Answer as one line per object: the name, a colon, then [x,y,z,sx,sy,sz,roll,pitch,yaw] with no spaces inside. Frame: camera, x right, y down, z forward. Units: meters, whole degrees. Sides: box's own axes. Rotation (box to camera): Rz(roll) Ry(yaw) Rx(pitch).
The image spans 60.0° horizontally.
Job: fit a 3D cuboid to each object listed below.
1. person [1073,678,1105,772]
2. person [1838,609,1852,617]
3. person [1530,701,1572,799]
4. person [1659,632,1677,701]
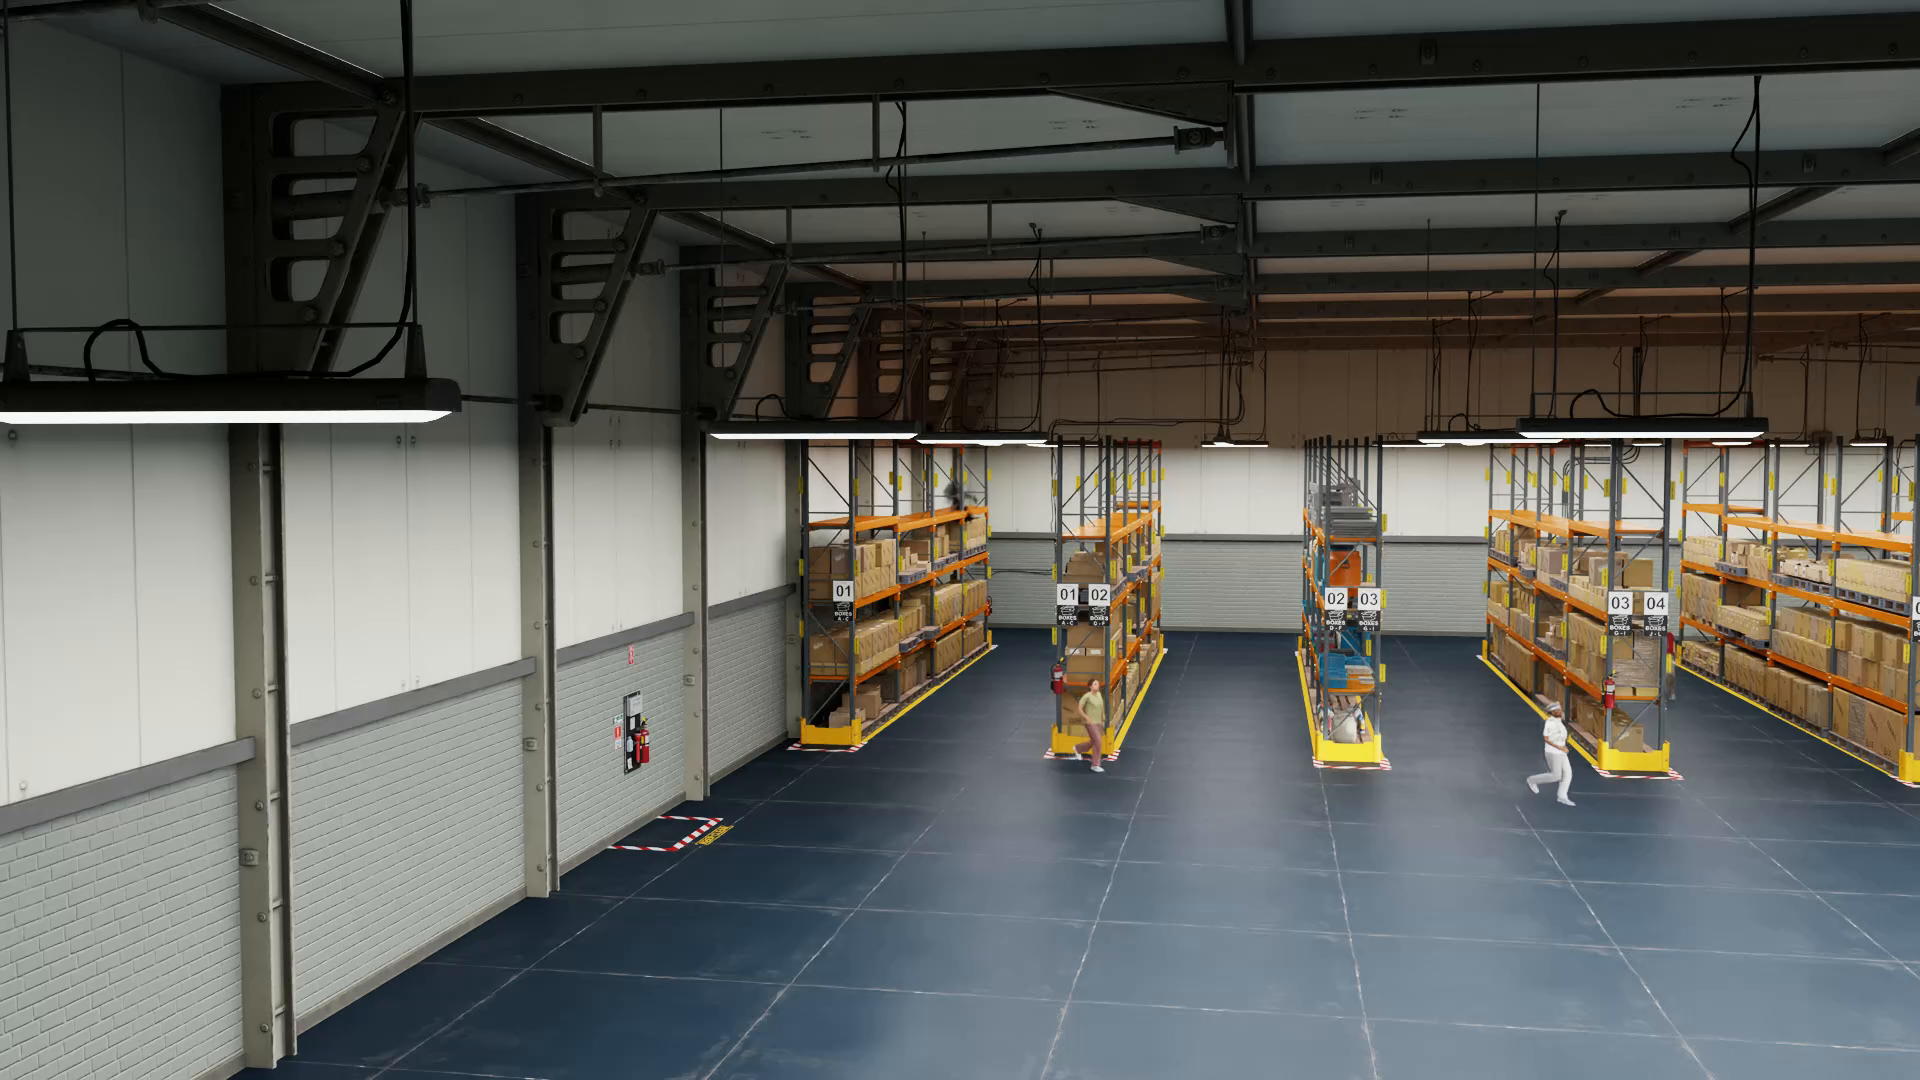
person: [2.326,3.288,29.814,0.741,1.662,0.595,3,4,44]
person: [21.681,2.736,39.487,0.859,1.719,12.739,1,3,21]
person: [9.623,3.396,27.006,0.644,1.594,0.588,2,4,37]
person: [16.228,2.785,38.383,0.655,1.788,0.815,0,3,4]
